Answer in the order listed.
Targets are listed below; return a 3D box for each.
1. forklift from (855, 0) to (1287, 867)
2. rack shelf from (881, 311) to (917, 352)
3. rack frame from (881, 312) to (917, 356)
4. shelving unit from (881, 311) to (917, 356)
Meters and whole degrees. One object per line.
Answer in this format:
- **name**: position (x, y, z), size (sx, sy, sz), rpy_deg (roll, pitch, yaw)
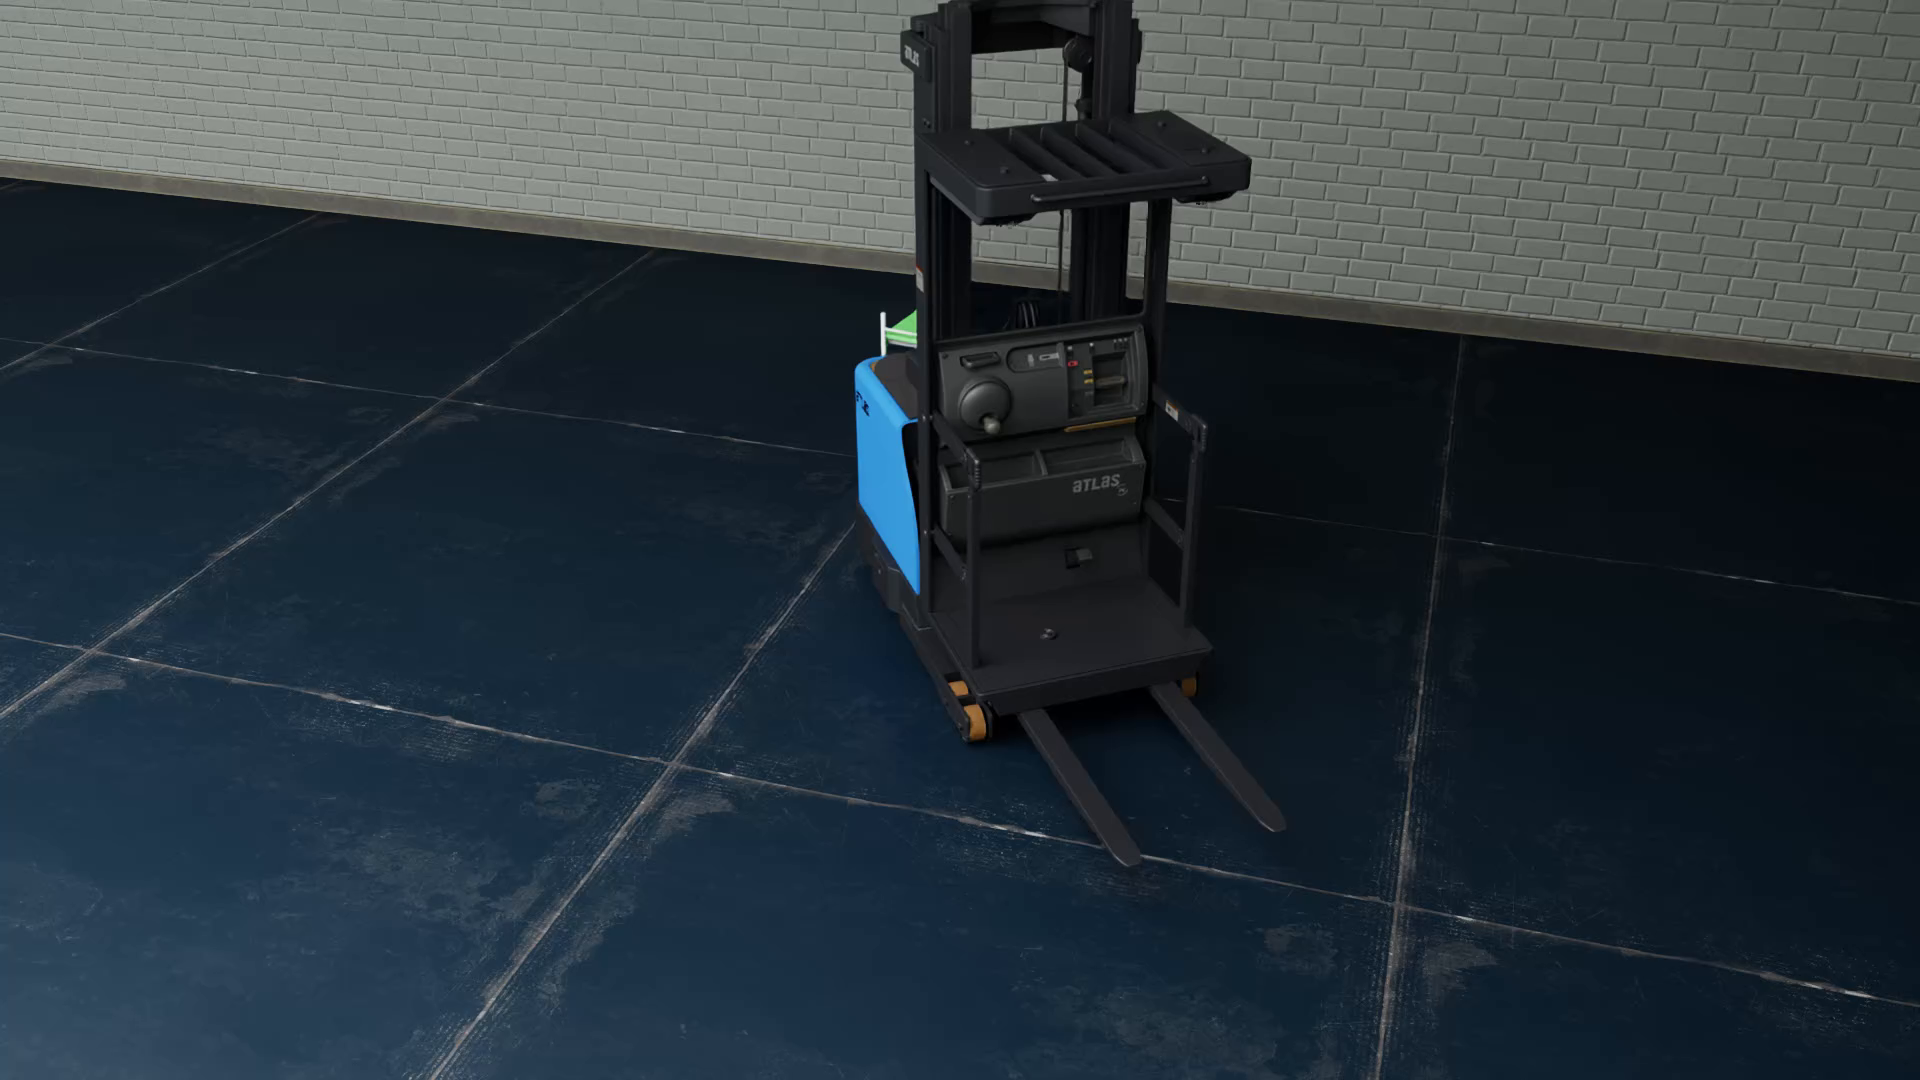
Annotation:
- **forklift**: position (0.433, -0.631, 6.869), size (1.130, 2.935, 3.031), rpy_deg (-10, 30, -17)
- **rack shelf**: position (-0.179, -1.060, 8.566), size (0.258, 0.148, 0.480), rpy_deg (13, 32, 23)
- **rack frame**: position (-0.287, -0.590, 8.576), size (0.240, 1.200, 0.015), rpy_deg (13, 32, 23)
- **shelving unit**: position (-0.179, -0.697, 8.768), size (0.258, 1.200, 0.503), rpy_deg (13, 32, 23)
